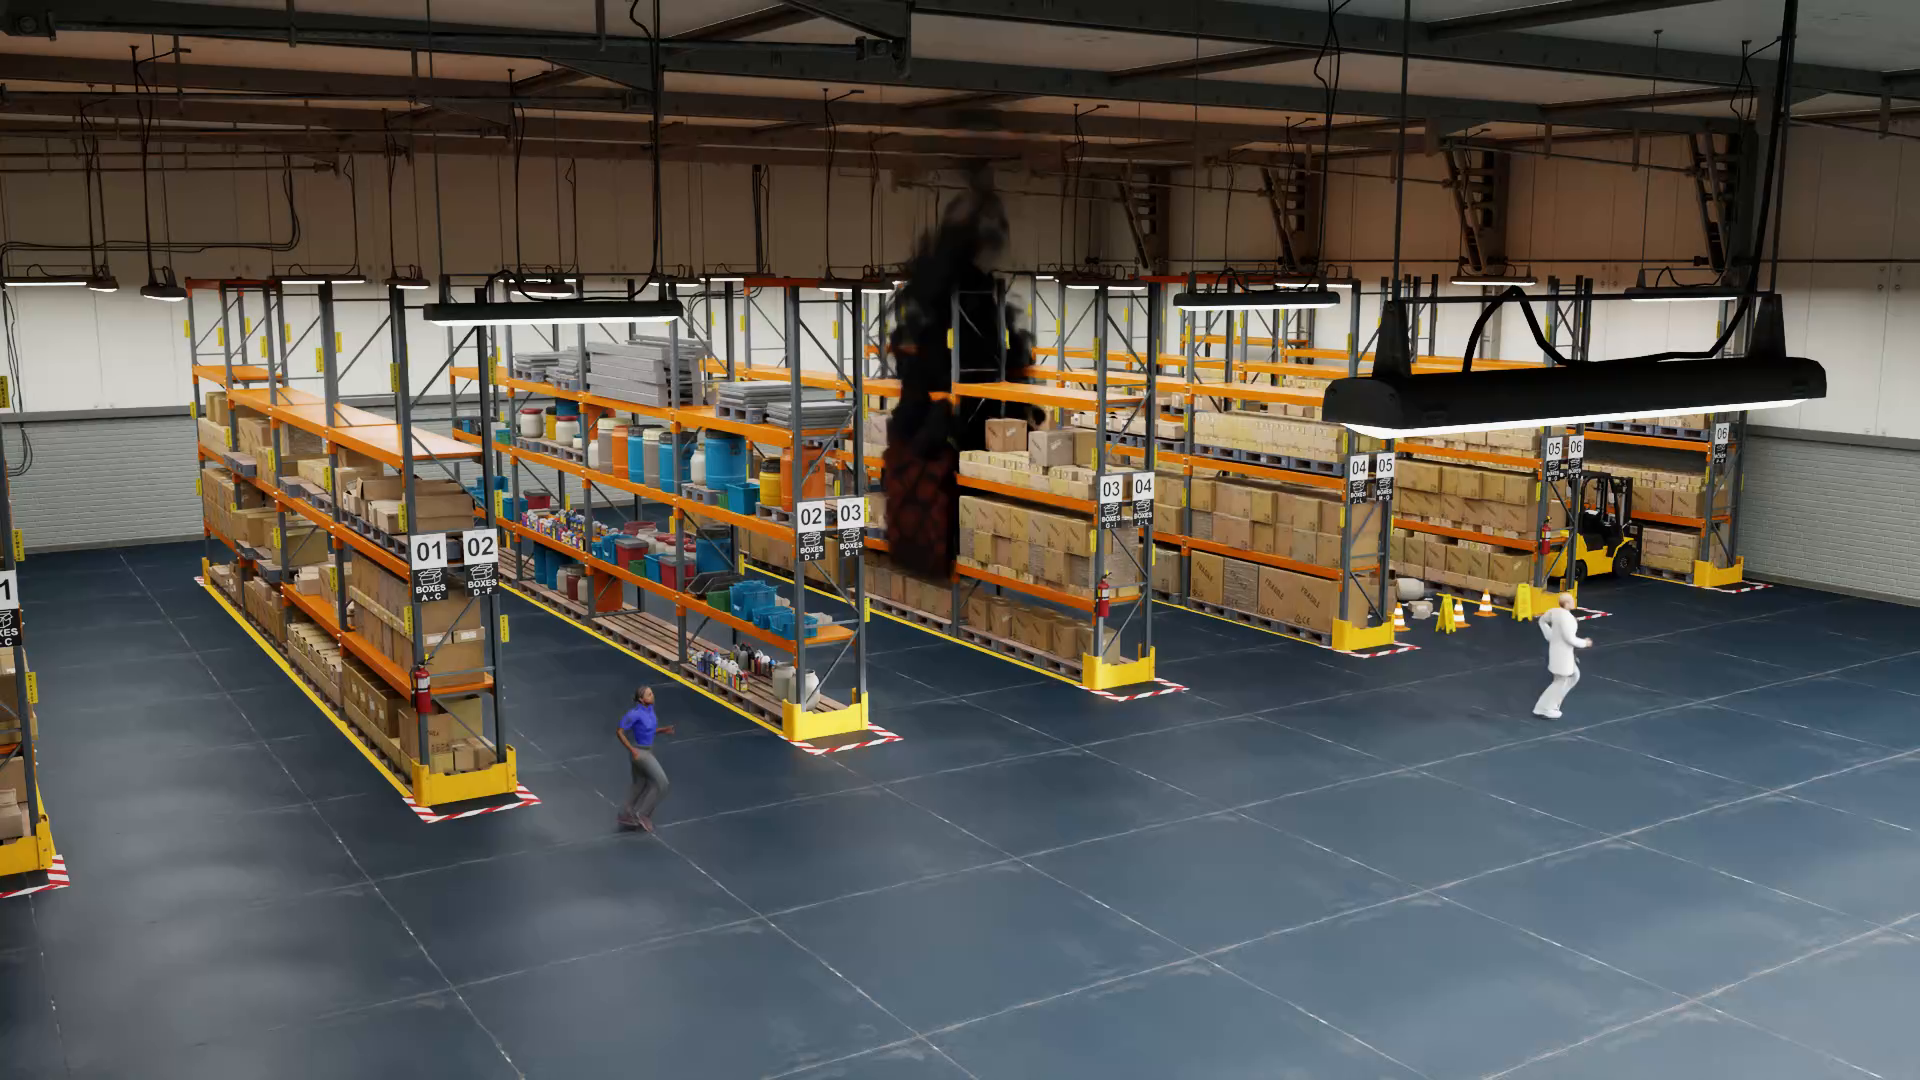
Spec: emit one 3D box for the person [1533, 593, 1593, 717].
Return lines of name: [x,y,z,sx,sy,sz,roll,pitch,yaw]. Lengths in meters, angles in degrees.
person: [8.405,1.619,23.166,0.745,1.798,0.732,1,10,6]

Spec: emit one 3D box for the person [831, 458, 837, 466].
person: [-3.128,-1.320,40.871,0.675,1.646,0.845,5,11,26]

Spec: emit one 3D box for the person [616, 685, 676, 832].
person: [-3.529,2.446,18.653,0.693,1.673,0.548,0,10,0]
